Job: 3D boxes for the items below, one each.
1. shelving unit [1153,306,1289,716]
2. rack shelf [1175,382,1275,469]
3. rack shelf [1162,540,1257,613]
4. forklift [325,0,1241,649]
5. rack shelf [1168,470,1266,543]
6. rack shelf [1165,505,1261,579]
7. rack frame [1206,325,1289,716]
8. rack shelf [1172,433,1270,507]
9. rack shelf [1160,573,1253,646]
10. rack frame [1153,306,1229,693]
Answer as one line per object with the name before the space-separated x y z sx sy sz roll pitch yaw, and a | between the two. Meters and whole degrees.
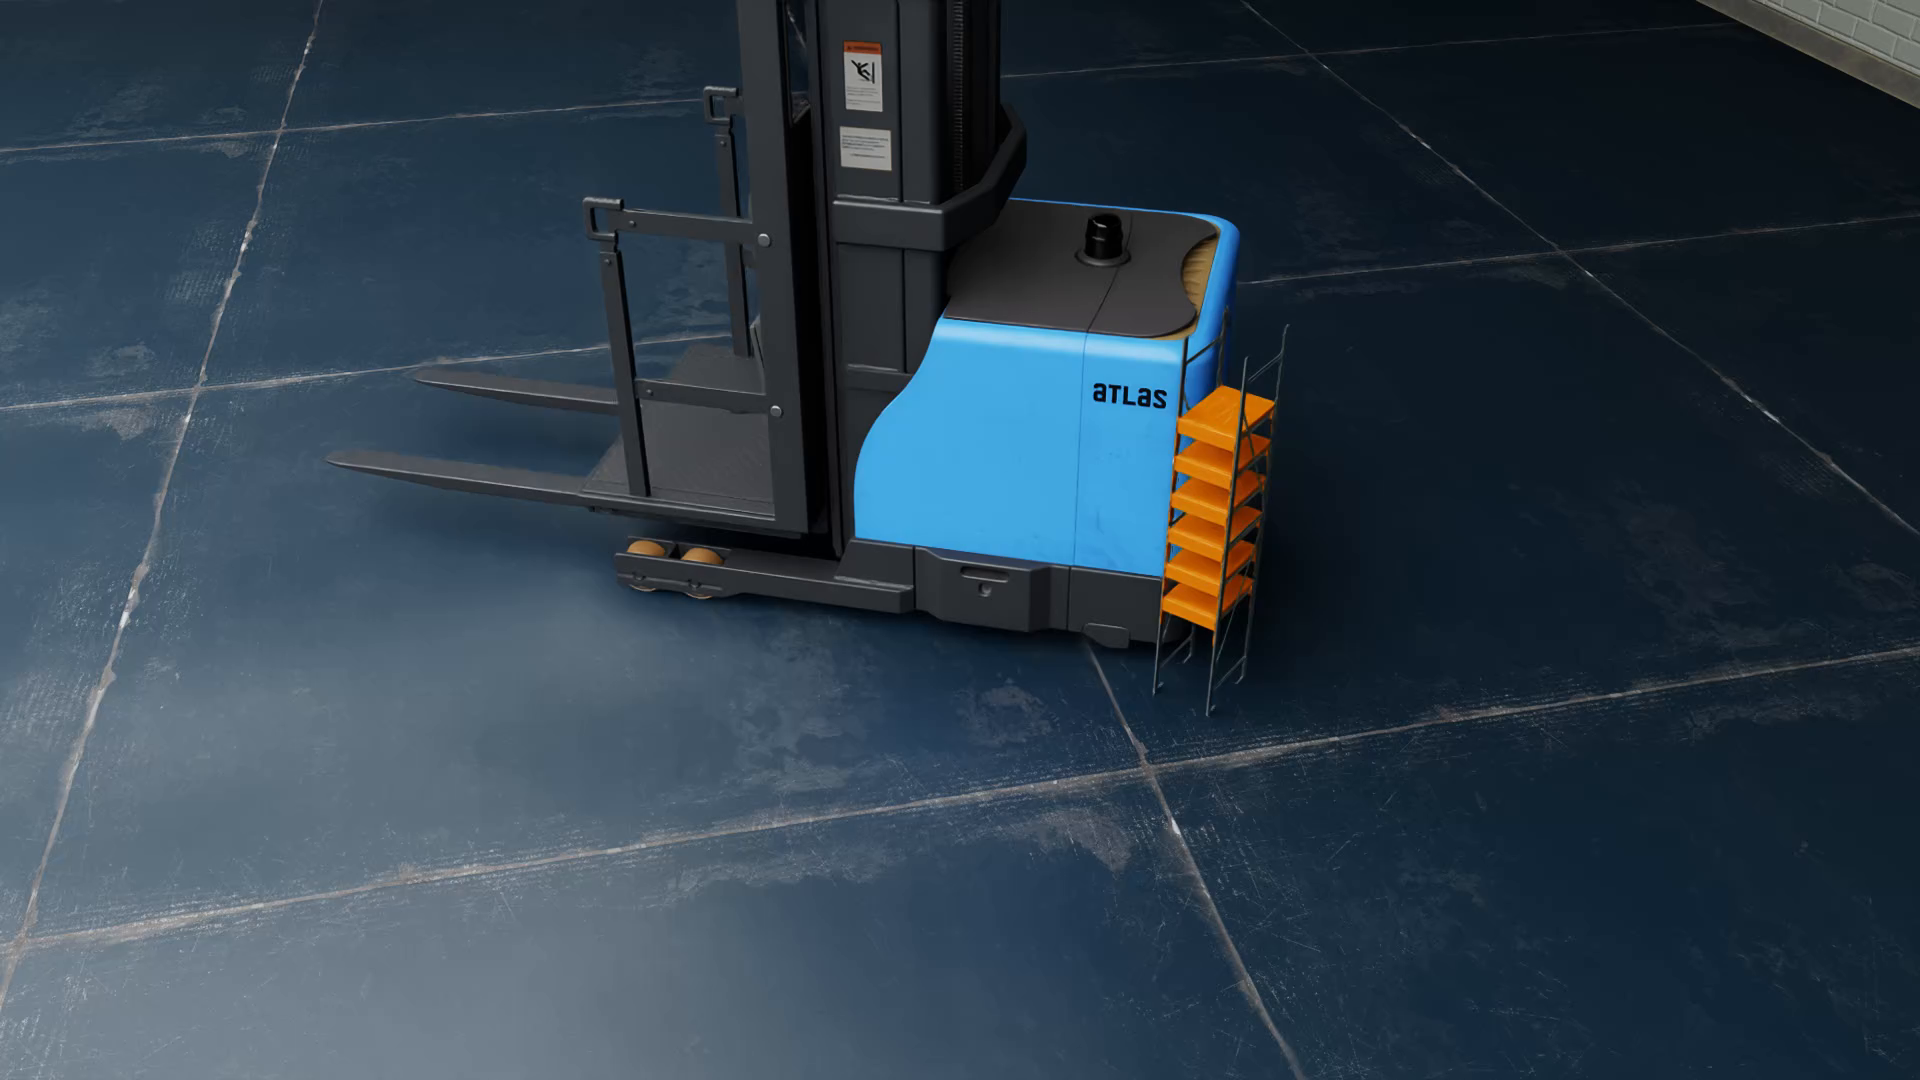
shelving unit | 0.735 -0.056 4.756 0.189 1.200 0.258 22 40 29
rack shelf | 0.735 -0.318 4.580 0.180 0.103 0.258 22 40 29
rack shelf | 0.735 0.080 4.848 0.180 0.103 0.258 22 40 29
forklift | -0.653 -1.301 5.058 3.031 2.935 1.130 7 35 11
rack shelf | 0.735 -0.119 4.714 0.180 0.103 0.258 22 40 29
rack shelf | 0.735 -0.019 4.781 0.180 0.103 0.258 22 40 29
rack frame | 0.809 -0.026 4.711 0.006 1.200 0.240 22 40 29
rack shelf | 0.735 -0.218 4.647 0.180 0.103 0.258 22 40 29
rack shelf | 0.734 0.180 4.915 0.180 0.103 0.258 22 40 29
rack frame | 0.661 -0.086 4.801 0.006 1.200 0.240 22 40 29
